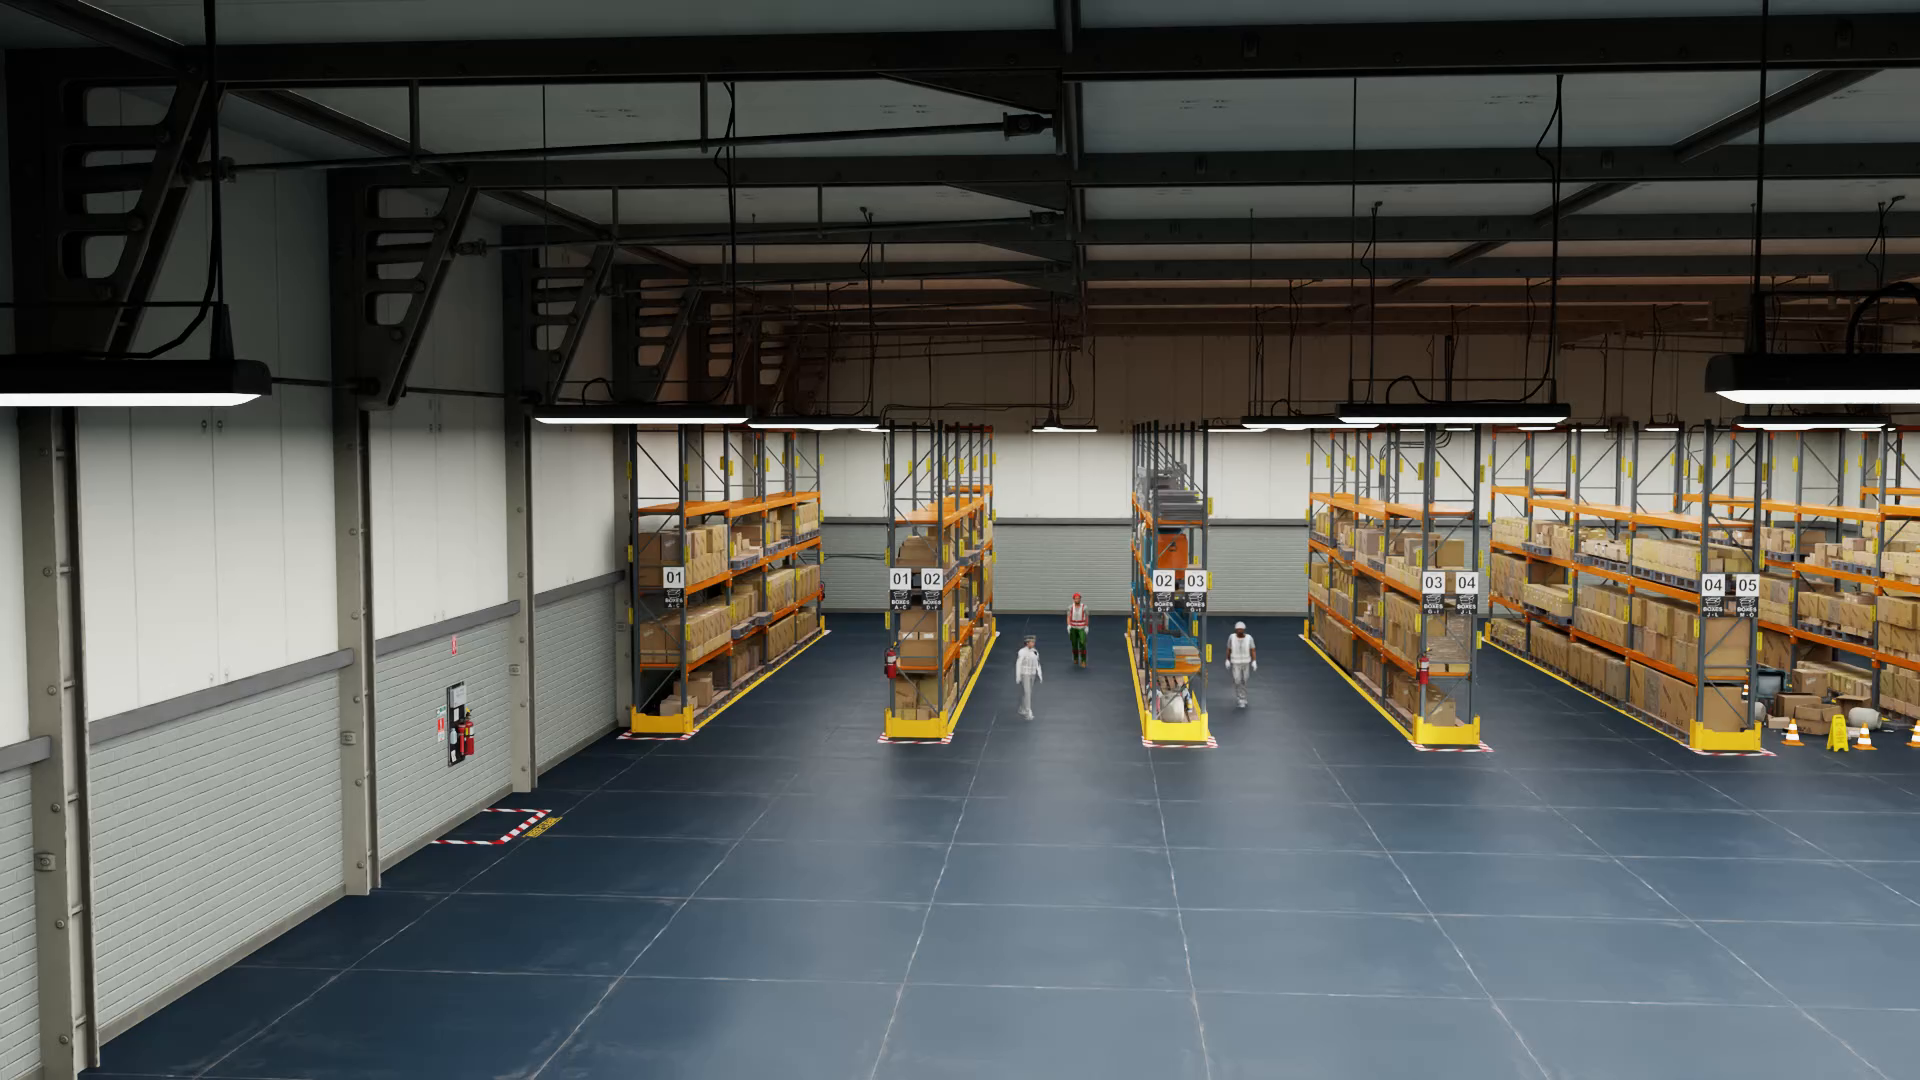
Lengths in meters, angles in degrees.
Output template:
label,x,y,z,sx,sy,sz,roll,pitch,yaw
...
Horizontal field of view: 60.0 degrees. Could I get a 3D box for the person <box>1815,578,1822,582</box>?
label,x,y,z,sx,sy,sz,roll,pitch,yaw
person,24.061,1.902,46.751,1.073,1.652,0.566,0,4,-2

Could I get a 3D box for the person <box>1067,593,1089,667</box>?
label,x,y,z,sx,sy,sz,roll,pitch,yaw
person,2.910,2.244,41.262,0.531,1.863,0.528,1,4,15

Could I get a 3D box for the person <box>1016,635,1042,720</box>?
label,x,y,z,sx,sy,sz,roll,pitch,yaw
person,1.402,2.760,33.700,0.570,1.656,0.787,-3,5,-40

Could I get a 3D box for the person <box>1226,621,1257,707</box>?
label,x,y,z,sx,sy,sz,roll,pitch,yaw
person,5.941,2.653,35.119,0.583,1.874,0.590,0,4,-1
